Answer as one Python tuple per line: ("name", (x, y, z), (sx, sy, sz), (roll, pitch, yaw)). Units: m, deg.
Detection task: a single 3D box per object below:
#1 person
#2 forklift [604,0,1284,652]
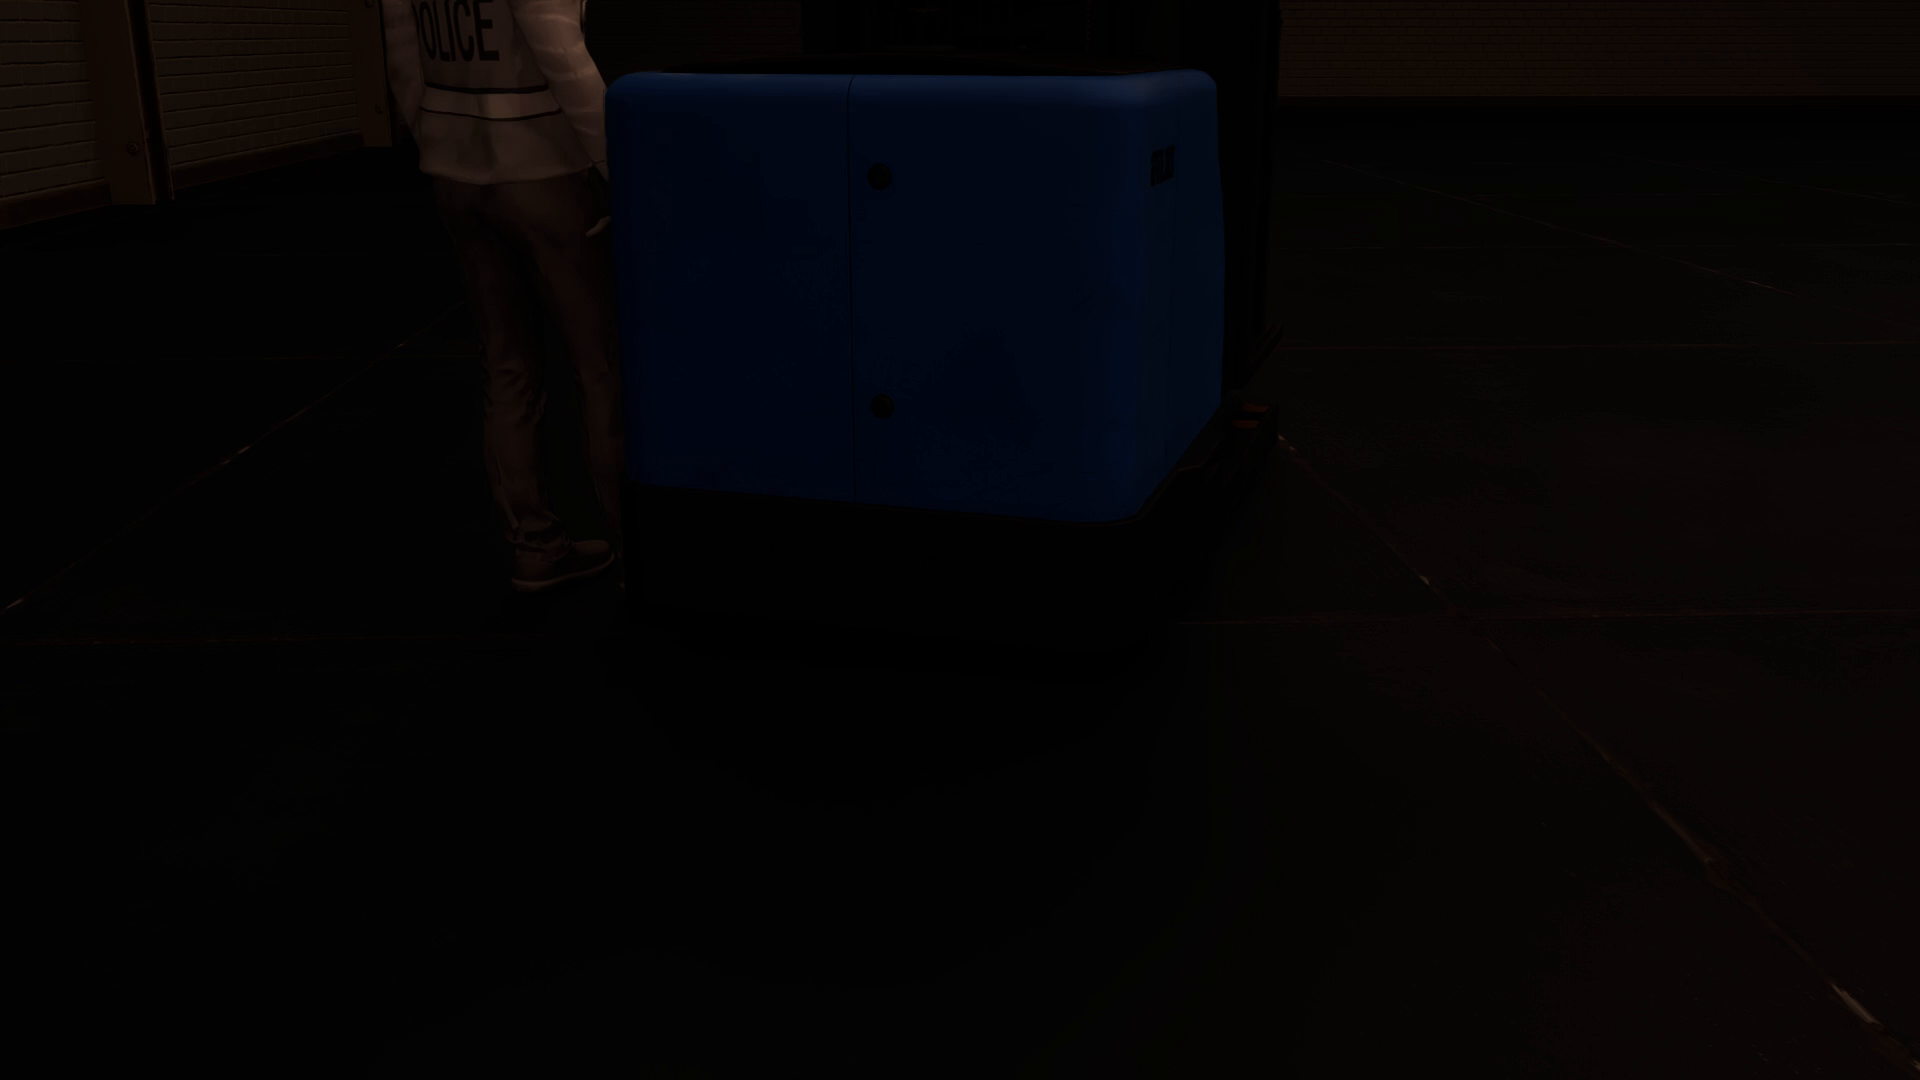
("person", (-0.842, -0.717, 3.357), (0.587, 1.697, 0.507), (11, 20, 32))
("forklift", (0.258, -1.590, 4.104), (1.130, 2.935, 3.031), (5, 18, 17))
